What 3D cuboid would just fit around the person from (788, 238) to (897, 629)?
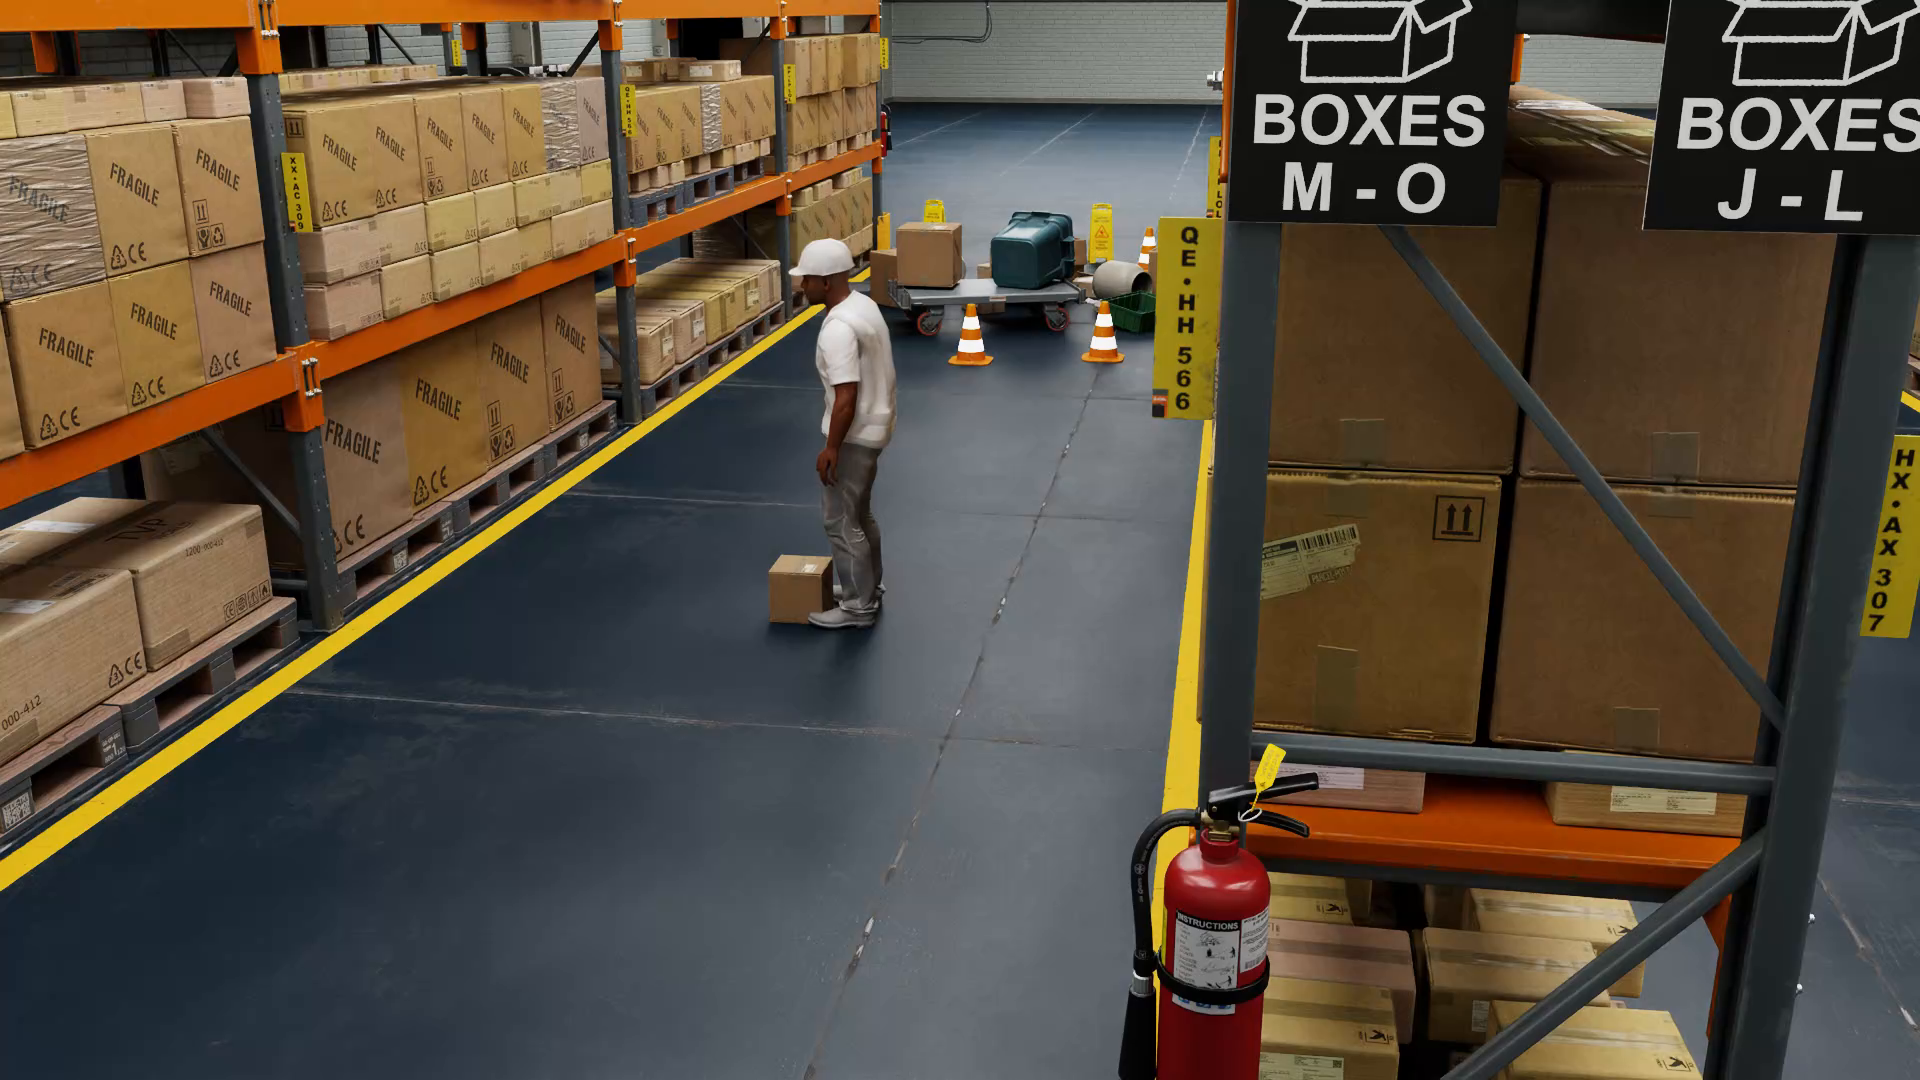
[{"bbox_3d":[-0.519,-0.476,7.515,0.461,1.757,0.636,2,18,7],"label":"person"}]
